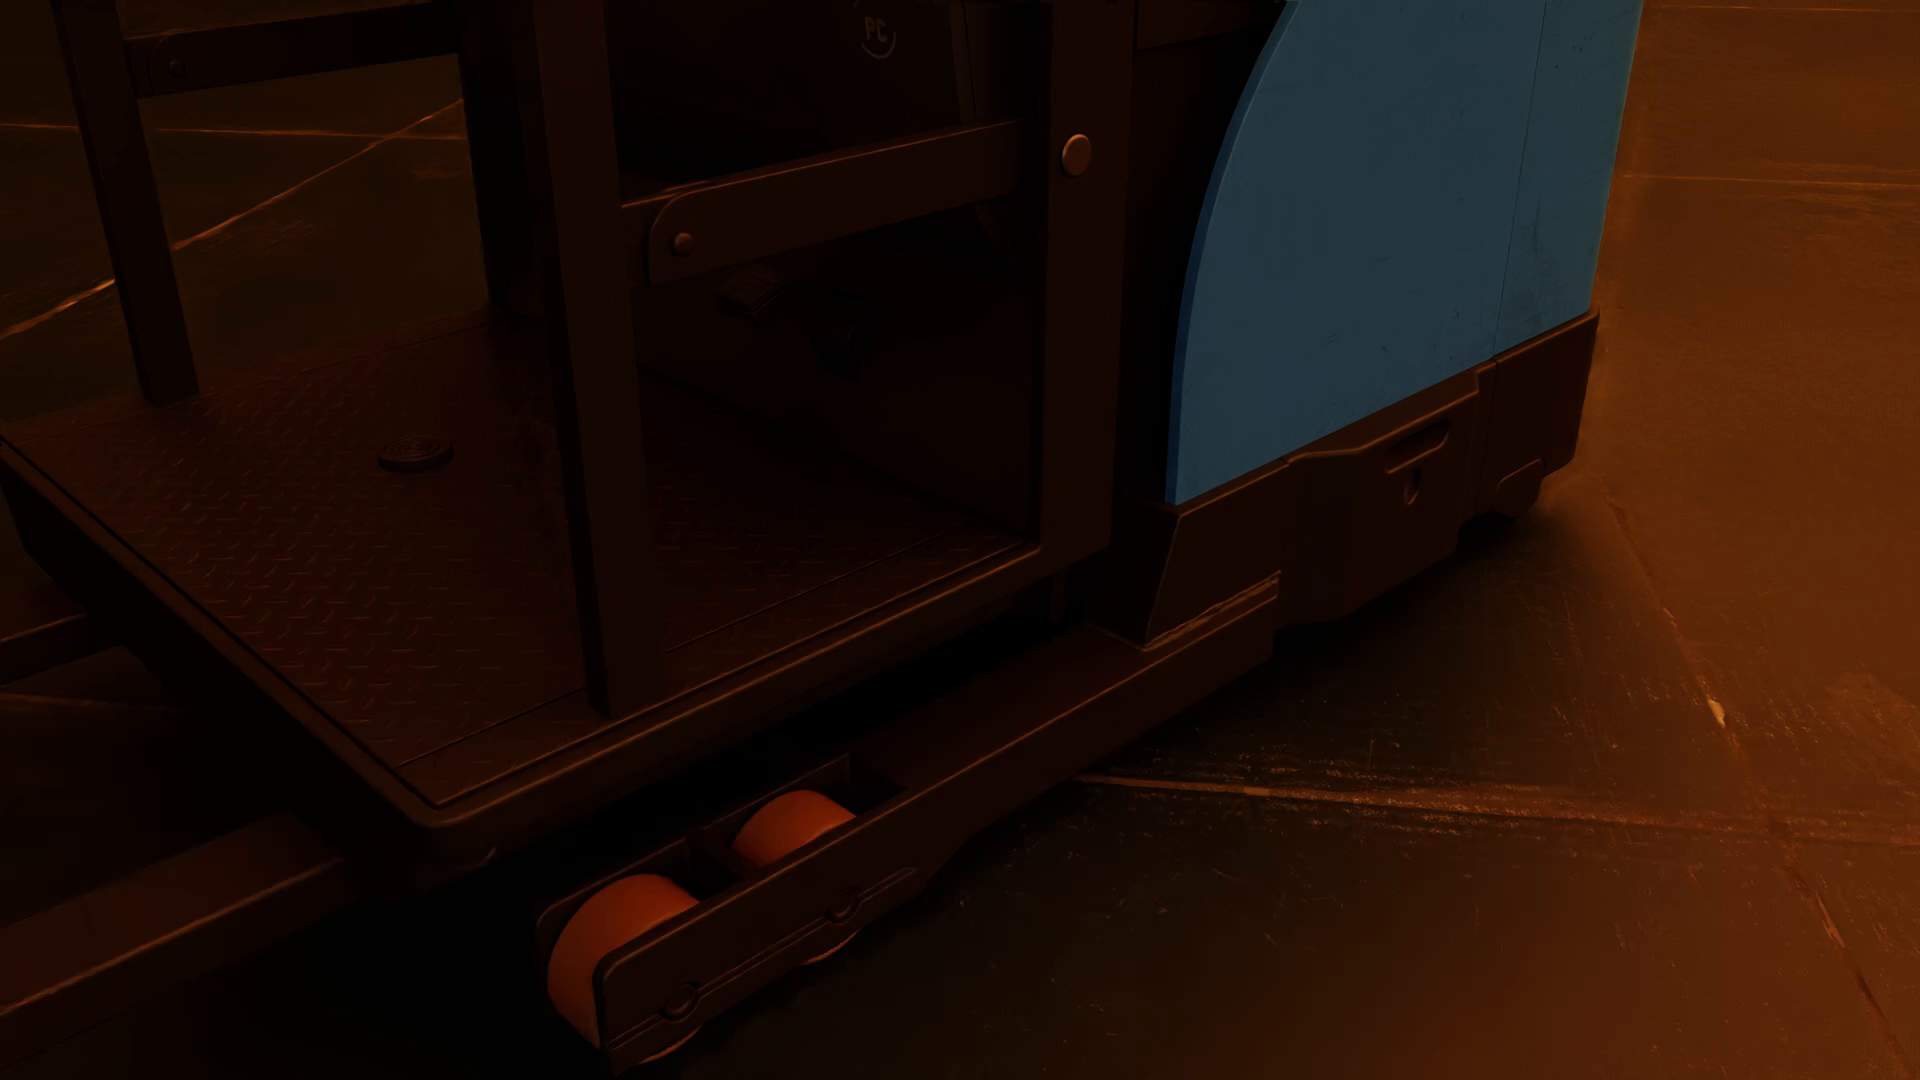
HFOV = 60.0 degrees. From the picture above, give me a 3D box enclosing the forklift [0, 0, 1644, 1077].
[{"bbox_3d":[-0.439,-1.092,1.406,3.031,2.935,1.130,-23,35,-39],"label":"forklift"}]
